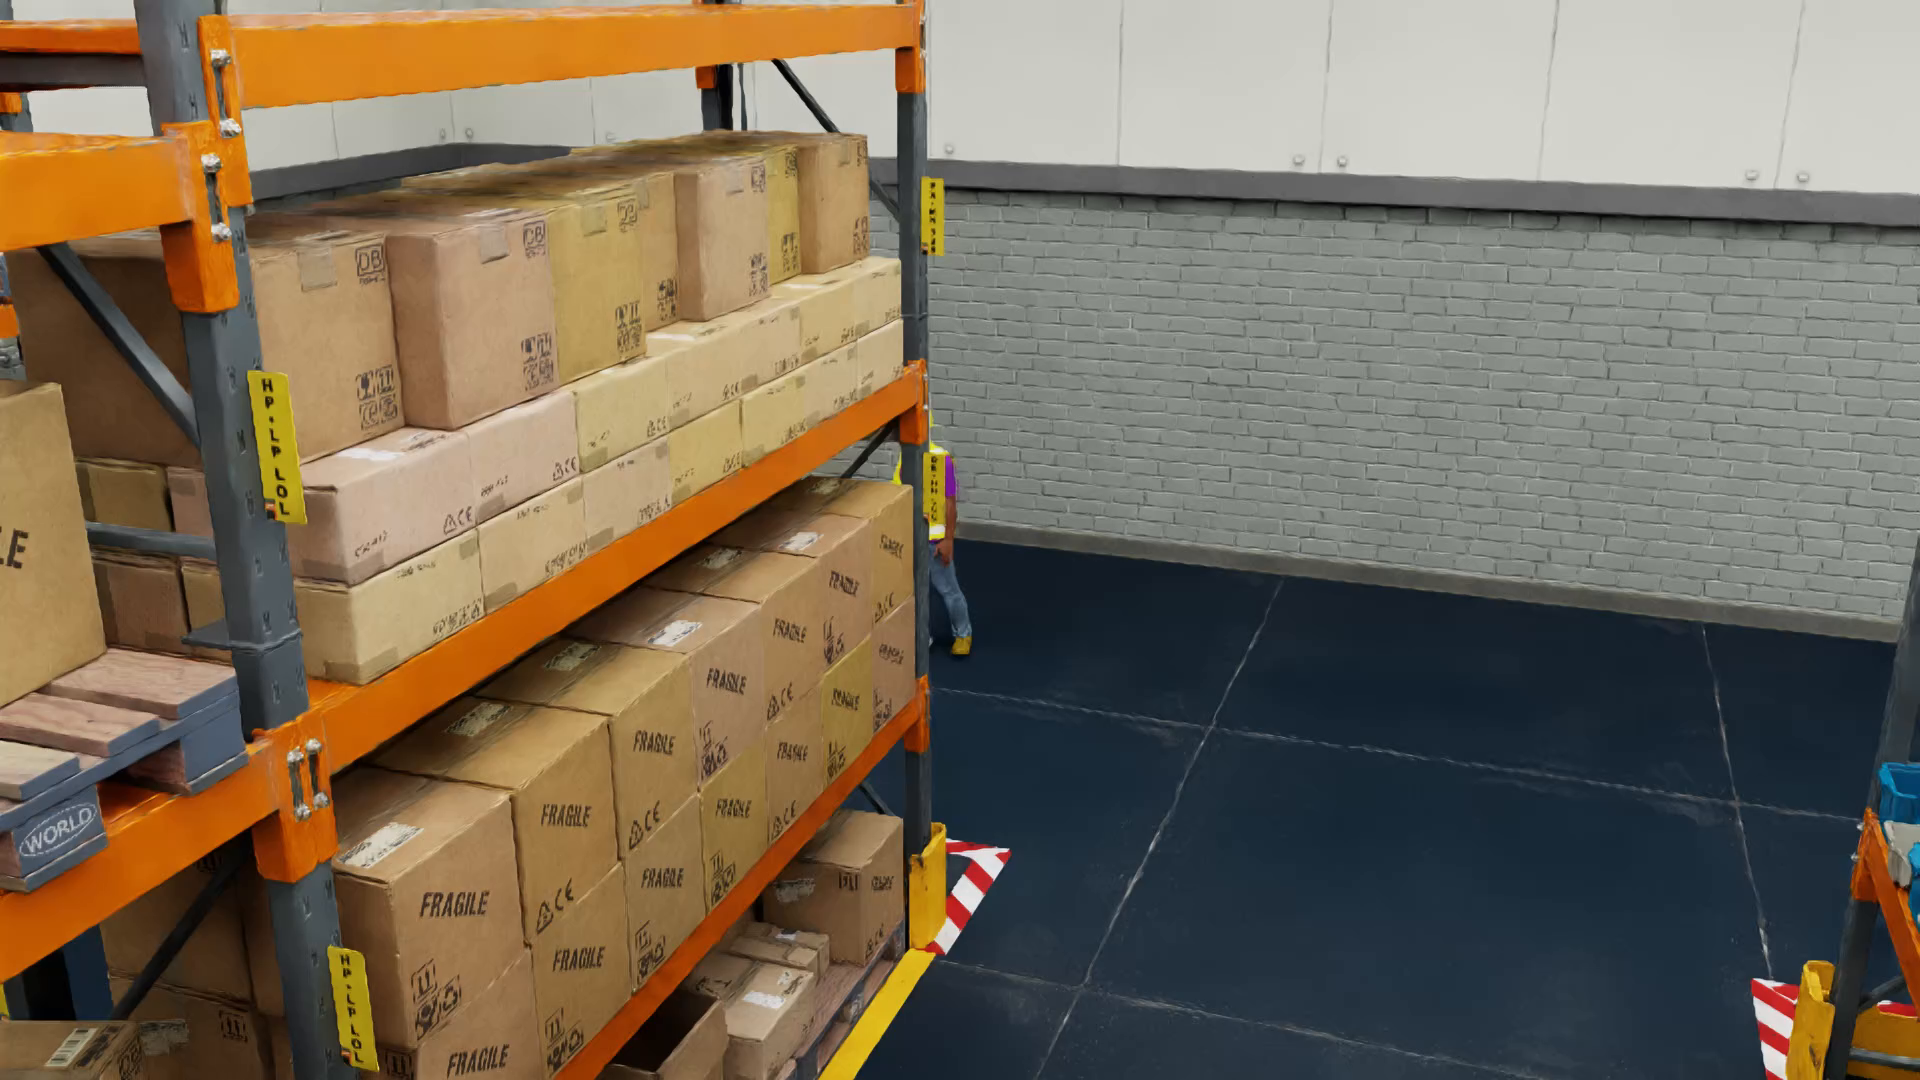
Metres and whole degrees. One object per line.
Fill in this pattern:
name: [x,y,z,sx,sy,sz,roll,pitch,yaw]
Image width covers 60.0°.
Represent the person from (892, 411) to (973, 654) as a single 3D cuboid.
person: [-0.202,-0.058,11.206,0.580,1.755,0.600,-14,23,-35]
